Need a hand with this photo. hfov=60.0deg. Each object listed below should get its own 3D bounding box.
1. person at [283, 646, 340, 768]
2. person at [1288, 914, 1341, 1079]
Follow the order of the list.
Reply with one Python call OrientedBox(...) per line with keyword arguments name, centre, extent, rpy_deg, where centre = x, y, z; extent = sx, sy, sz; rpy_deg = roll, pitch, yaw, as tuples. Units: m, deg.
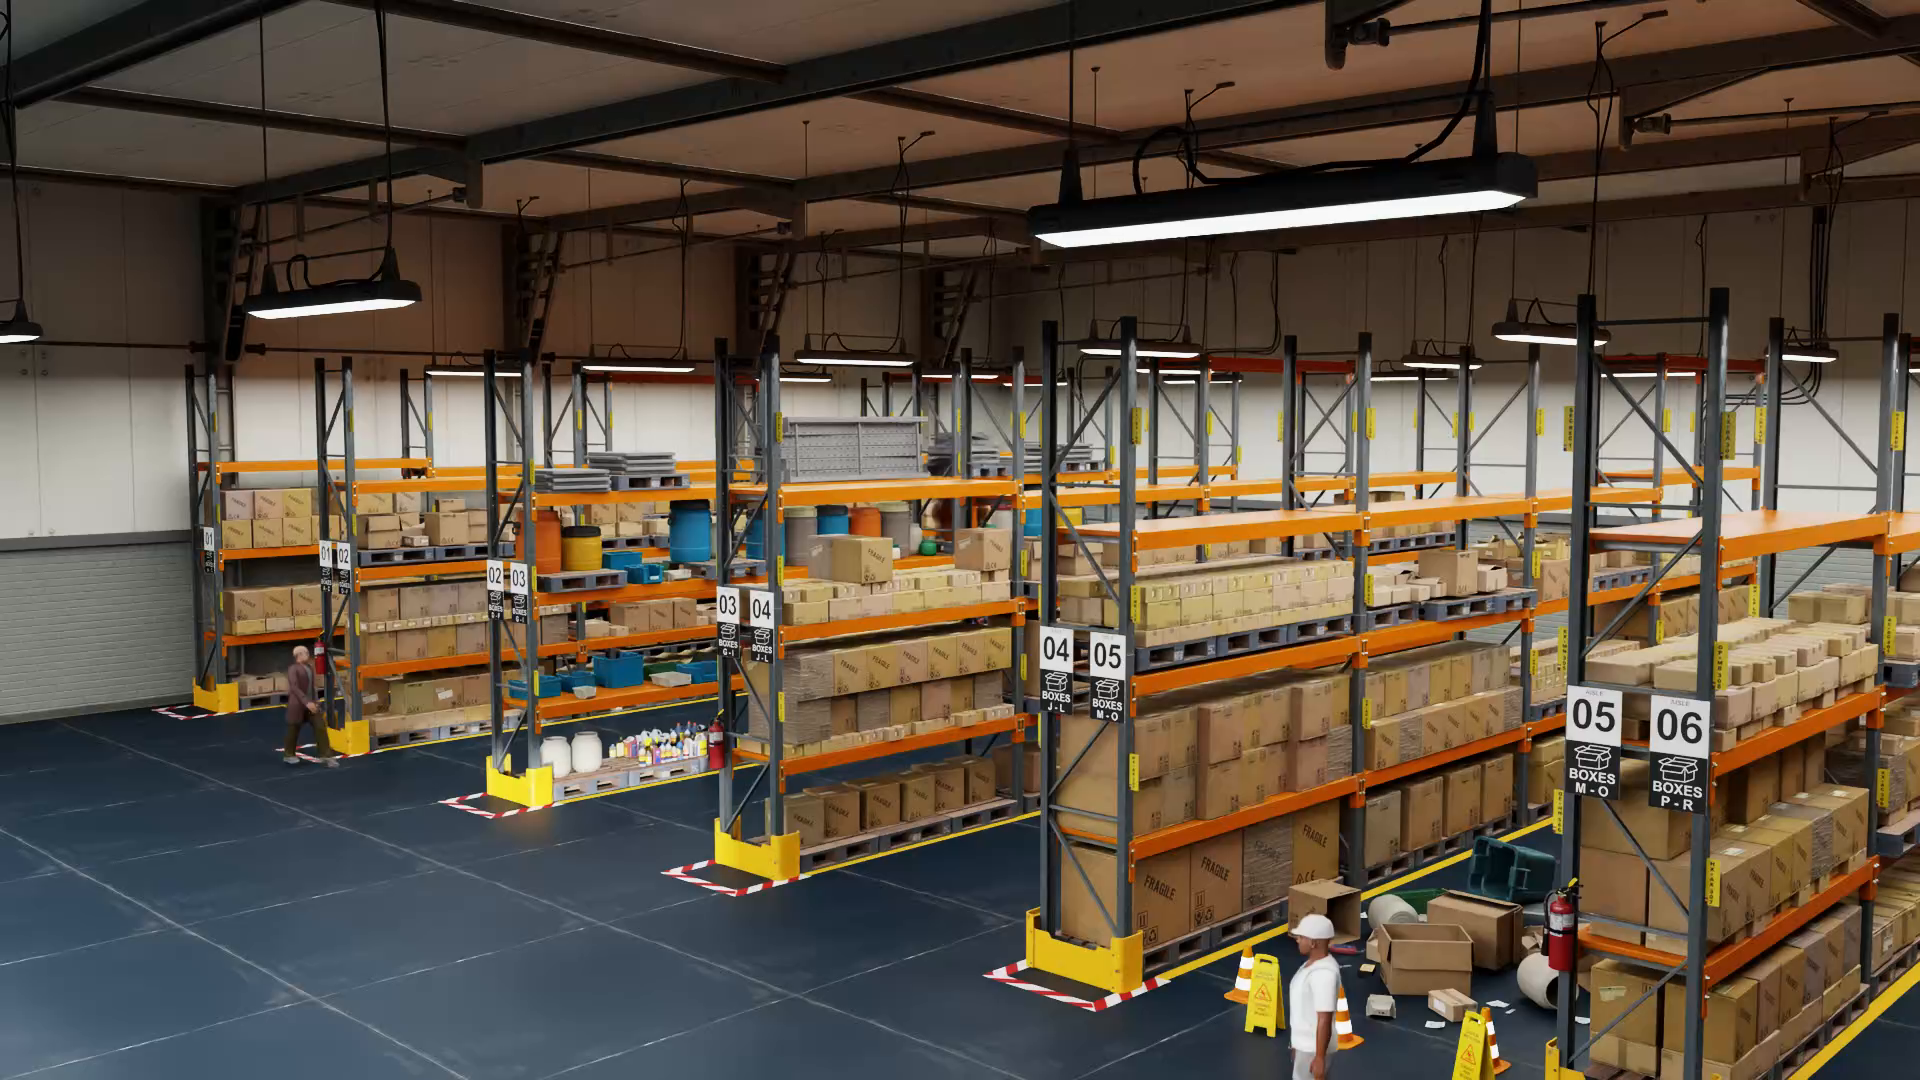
OrientedBox(name="person", centre=(-9.536, 2.411, 24.188), extent=(0.958, 1.742, 0.529), rpy_deg=(3, 5, 33))
OrientedBox(name="person", centre=(2.360, 3.433, 11.206), extent=(0.393, 1.805, 0.641), rpy_deg=(1, 4, 12))
